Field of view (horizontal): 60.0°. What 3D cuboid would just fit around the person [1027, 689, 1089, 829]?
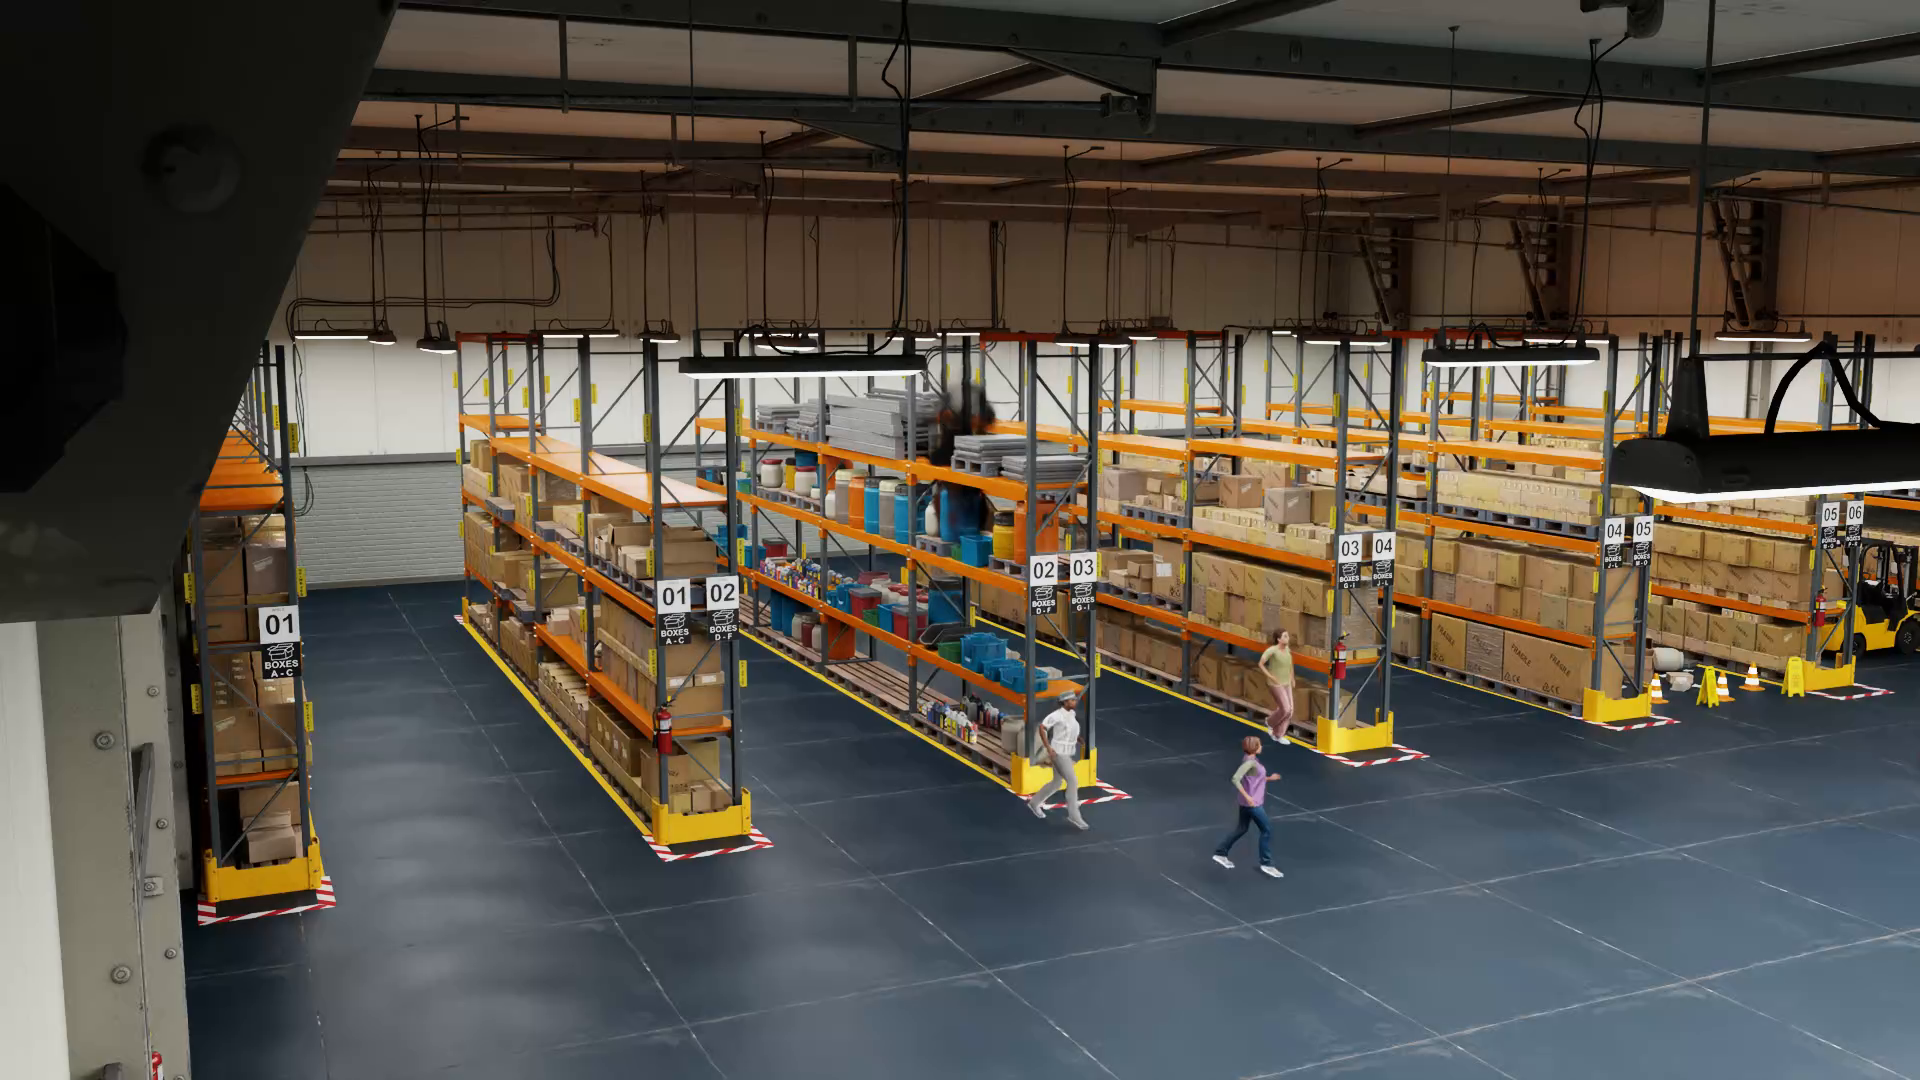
[{"bbox_3d":[1.304,2.698,20.874,0.868,1.677,0.614,4,9,27],"label":"person"}]

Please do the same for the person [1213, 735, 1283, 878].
[{"bbox_3d":[3.267,3.003,18.792,0.785,1.627,0.518,0,8,1],"label":"person"}]

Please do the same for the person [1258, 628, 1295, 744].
[{"bbox_3d":[4.550,2.067,23.589,0.611,1.647,0.498,-5,9,-32],"label":"person"}]
